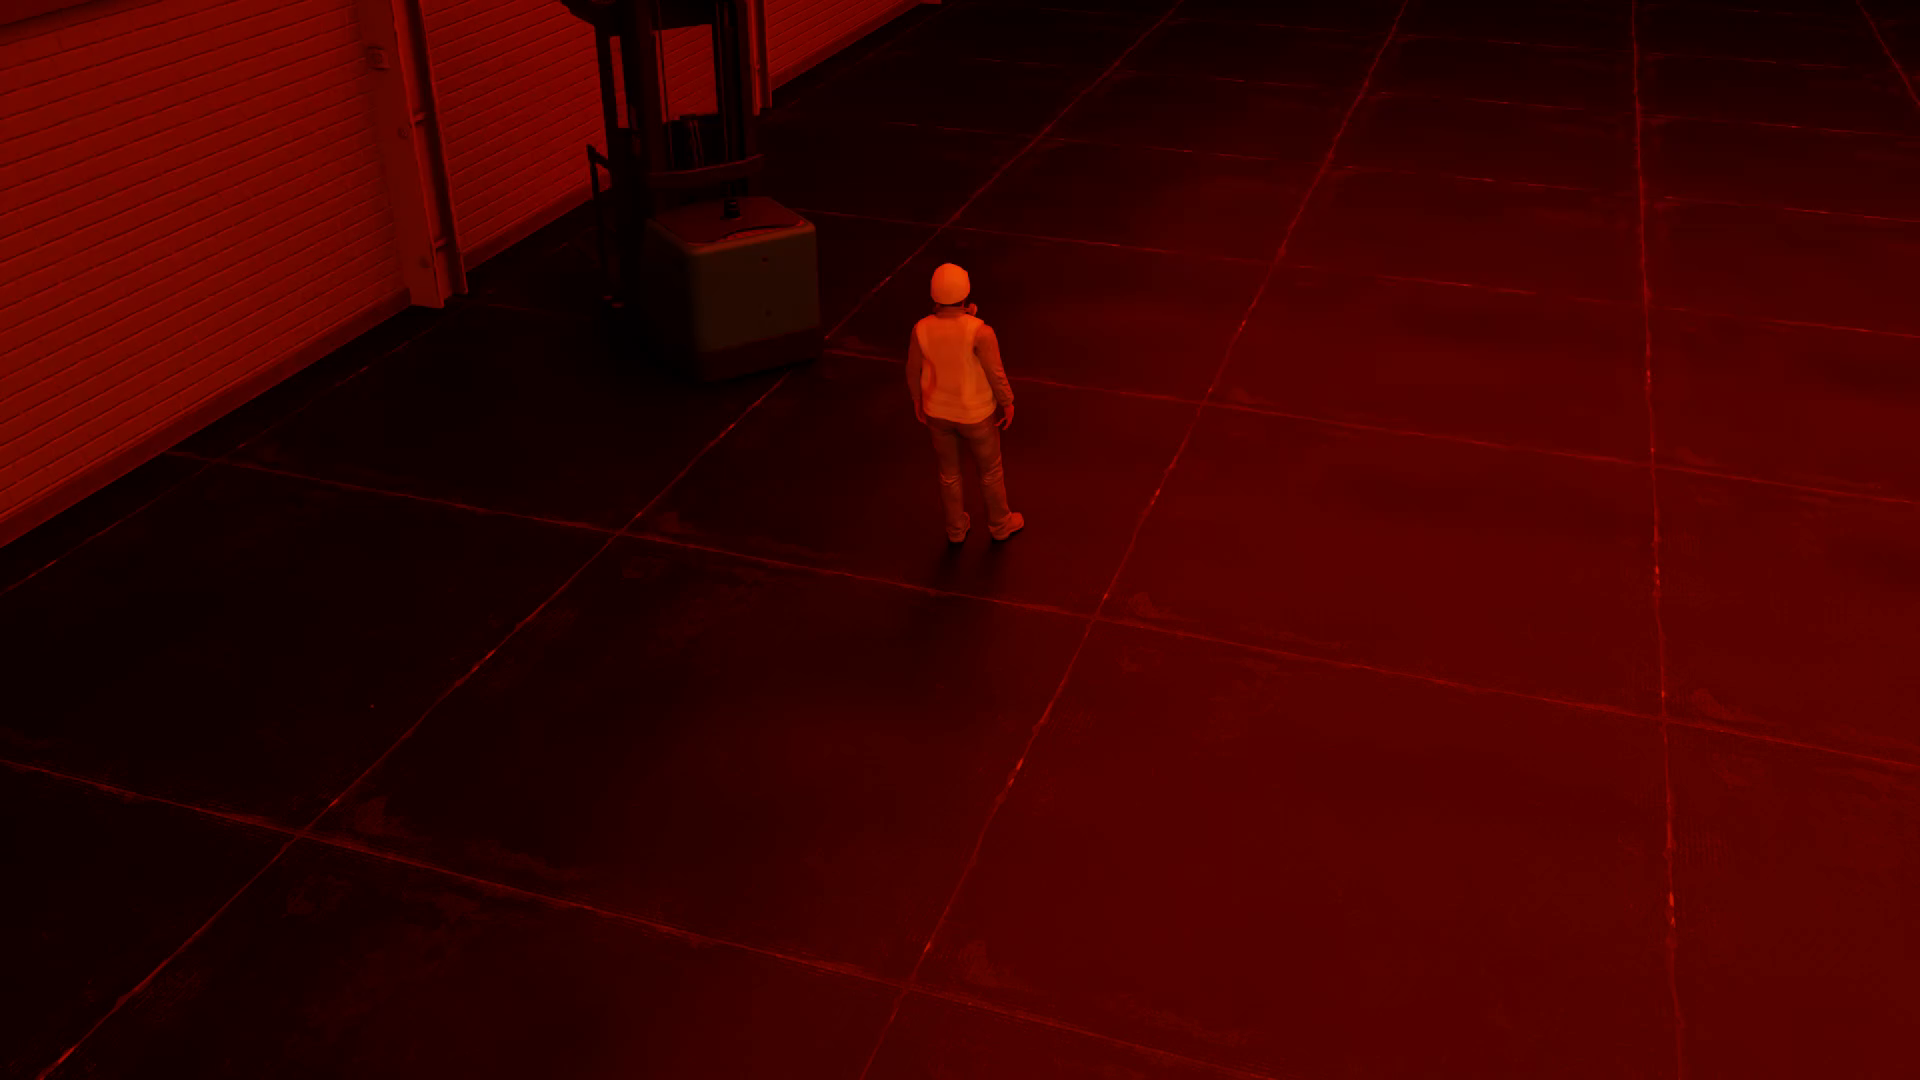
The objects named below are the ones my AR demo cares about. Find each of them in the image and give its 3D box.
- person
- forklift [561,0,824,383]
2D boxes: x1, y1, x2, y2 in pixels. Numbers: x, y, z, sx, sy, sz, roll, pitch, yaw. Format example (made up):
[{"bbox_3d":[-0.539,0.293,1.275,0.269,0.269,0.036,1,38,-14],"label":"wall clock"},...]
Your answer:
[{"bbox_3d":[0.028,-0.805,9.702,0.632,1.773,0.568,10,31,16],"label":"person"},{"bbox_3d":[-2.229,-3.088,12.554,1.130,2.935,3.031,-17,34,-28],"label":"forklift"}]
